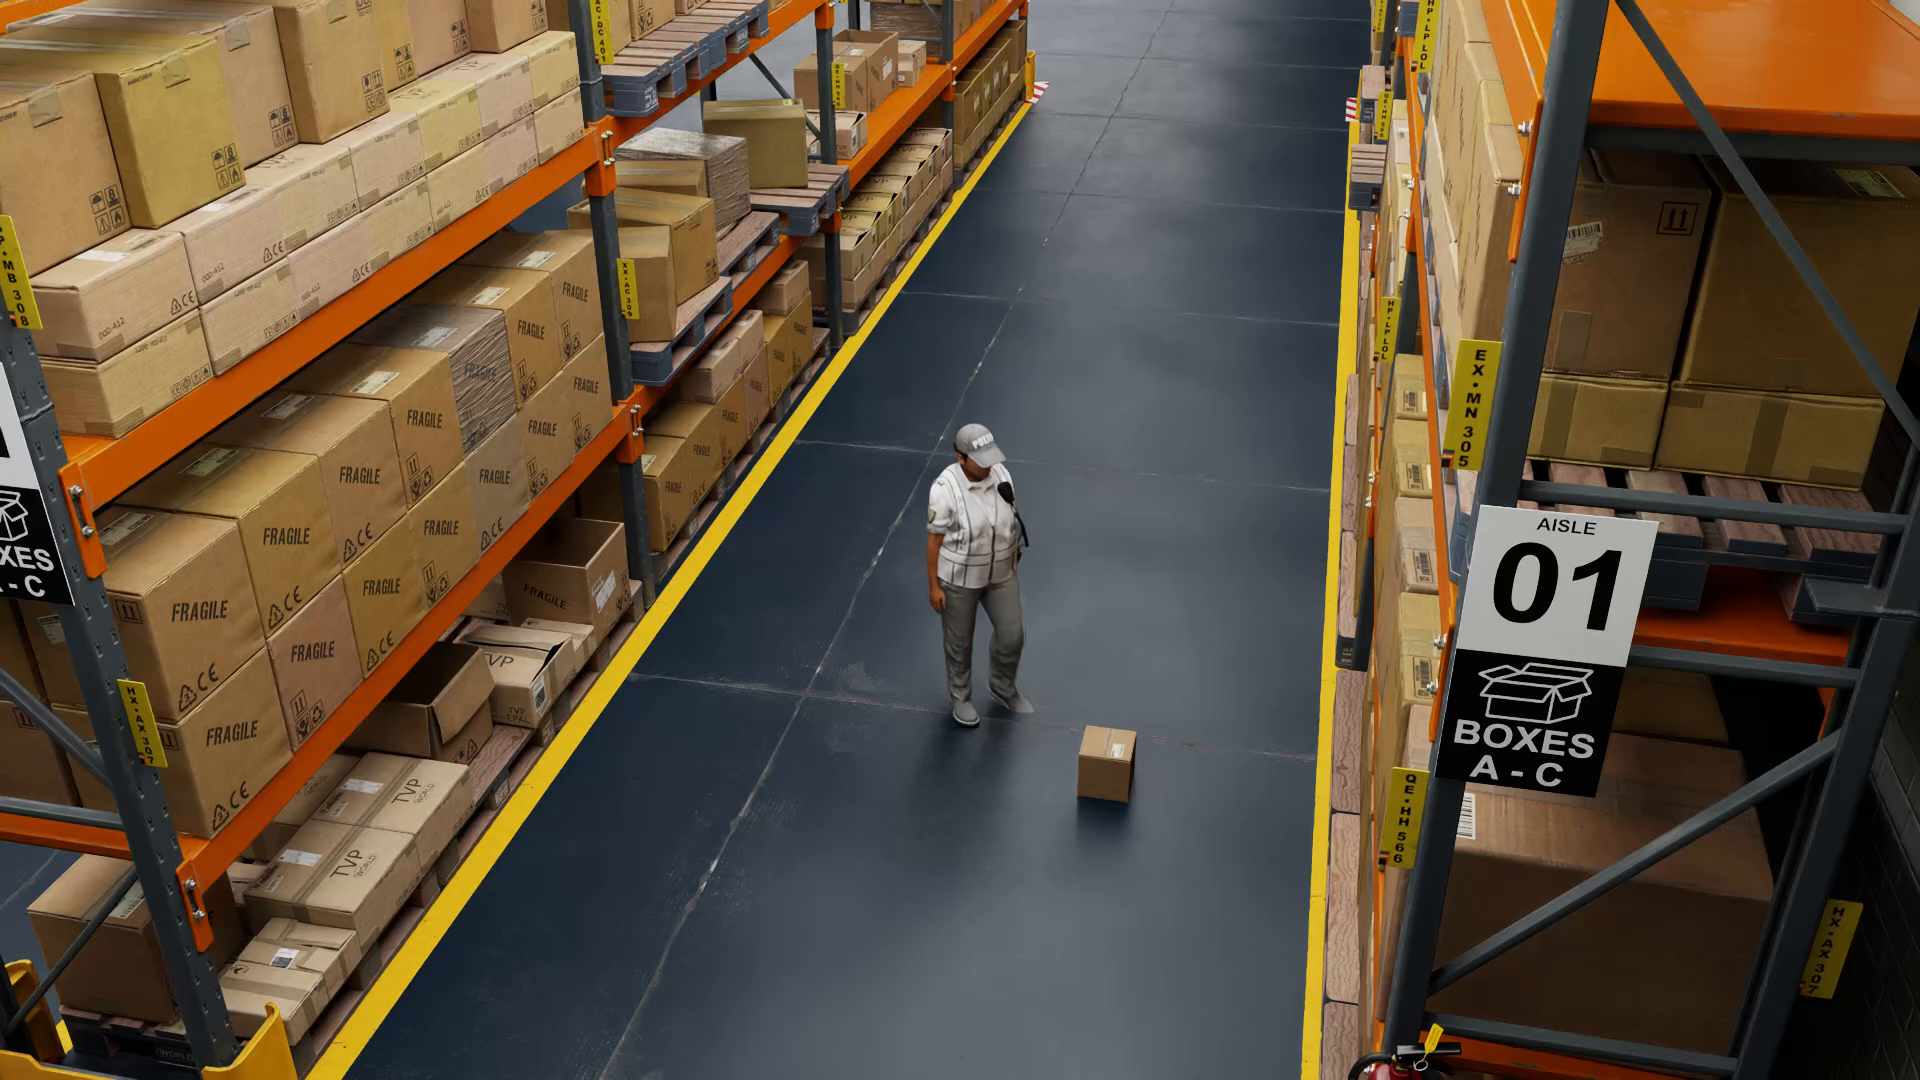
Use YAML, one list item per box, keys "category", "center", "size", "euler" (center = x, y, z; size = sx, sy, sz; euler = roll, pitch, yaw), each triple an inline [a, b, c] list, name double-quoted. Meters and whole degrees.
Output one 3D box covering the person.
- category: "person"
  center: [0.104, 0.193, 8.292]
  size: [0.564, 1.720, 0.400]
  euler: [-13, 32, -23]
